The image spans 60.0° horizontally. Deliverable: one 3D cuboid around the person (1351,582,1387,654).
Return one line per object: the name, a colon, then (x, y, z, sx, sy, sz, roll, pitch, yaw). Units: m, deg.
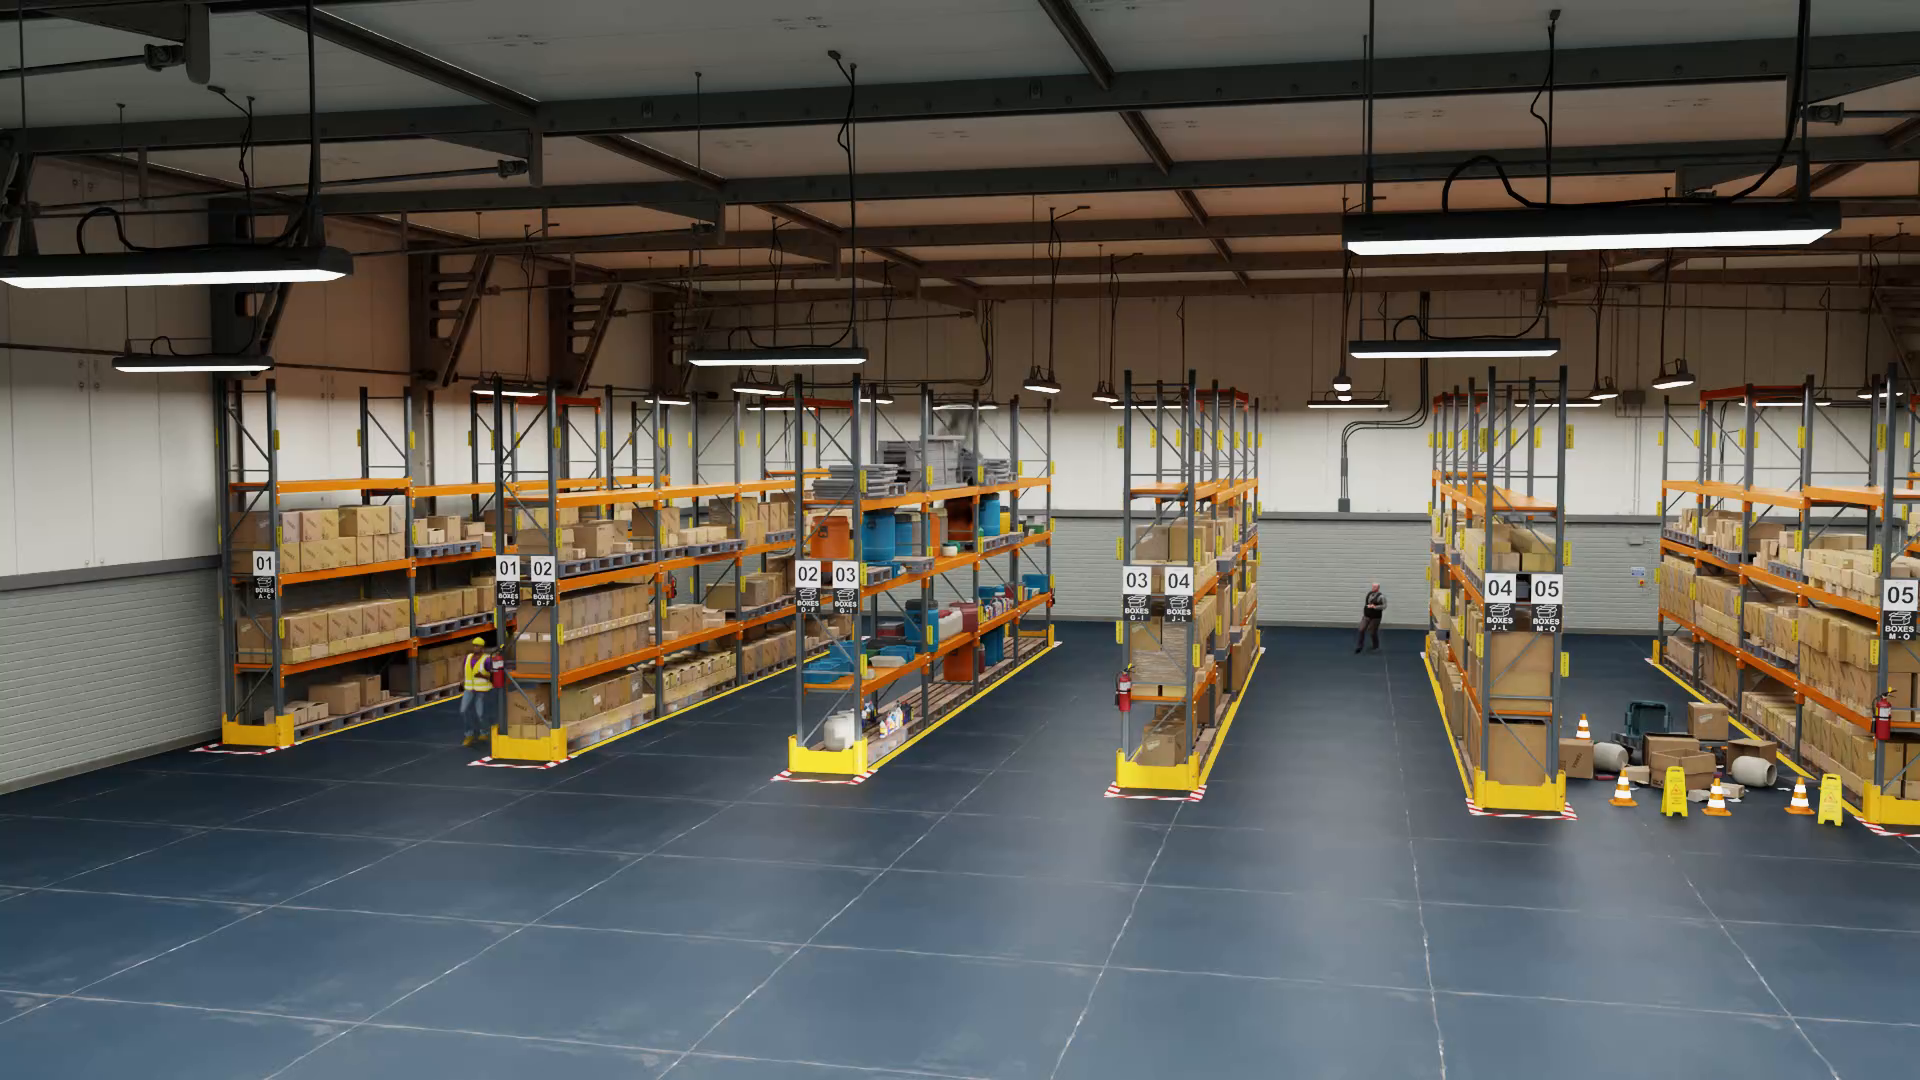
person: (9.691, 1.830, 38.928, 0.812, 1.718, 0.749, -3, 5, -44)

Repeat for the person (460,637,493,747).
person: (-7.927, 2.491, 27.269, 0.681, 1.800, 0.732, 0, 3, 8)
